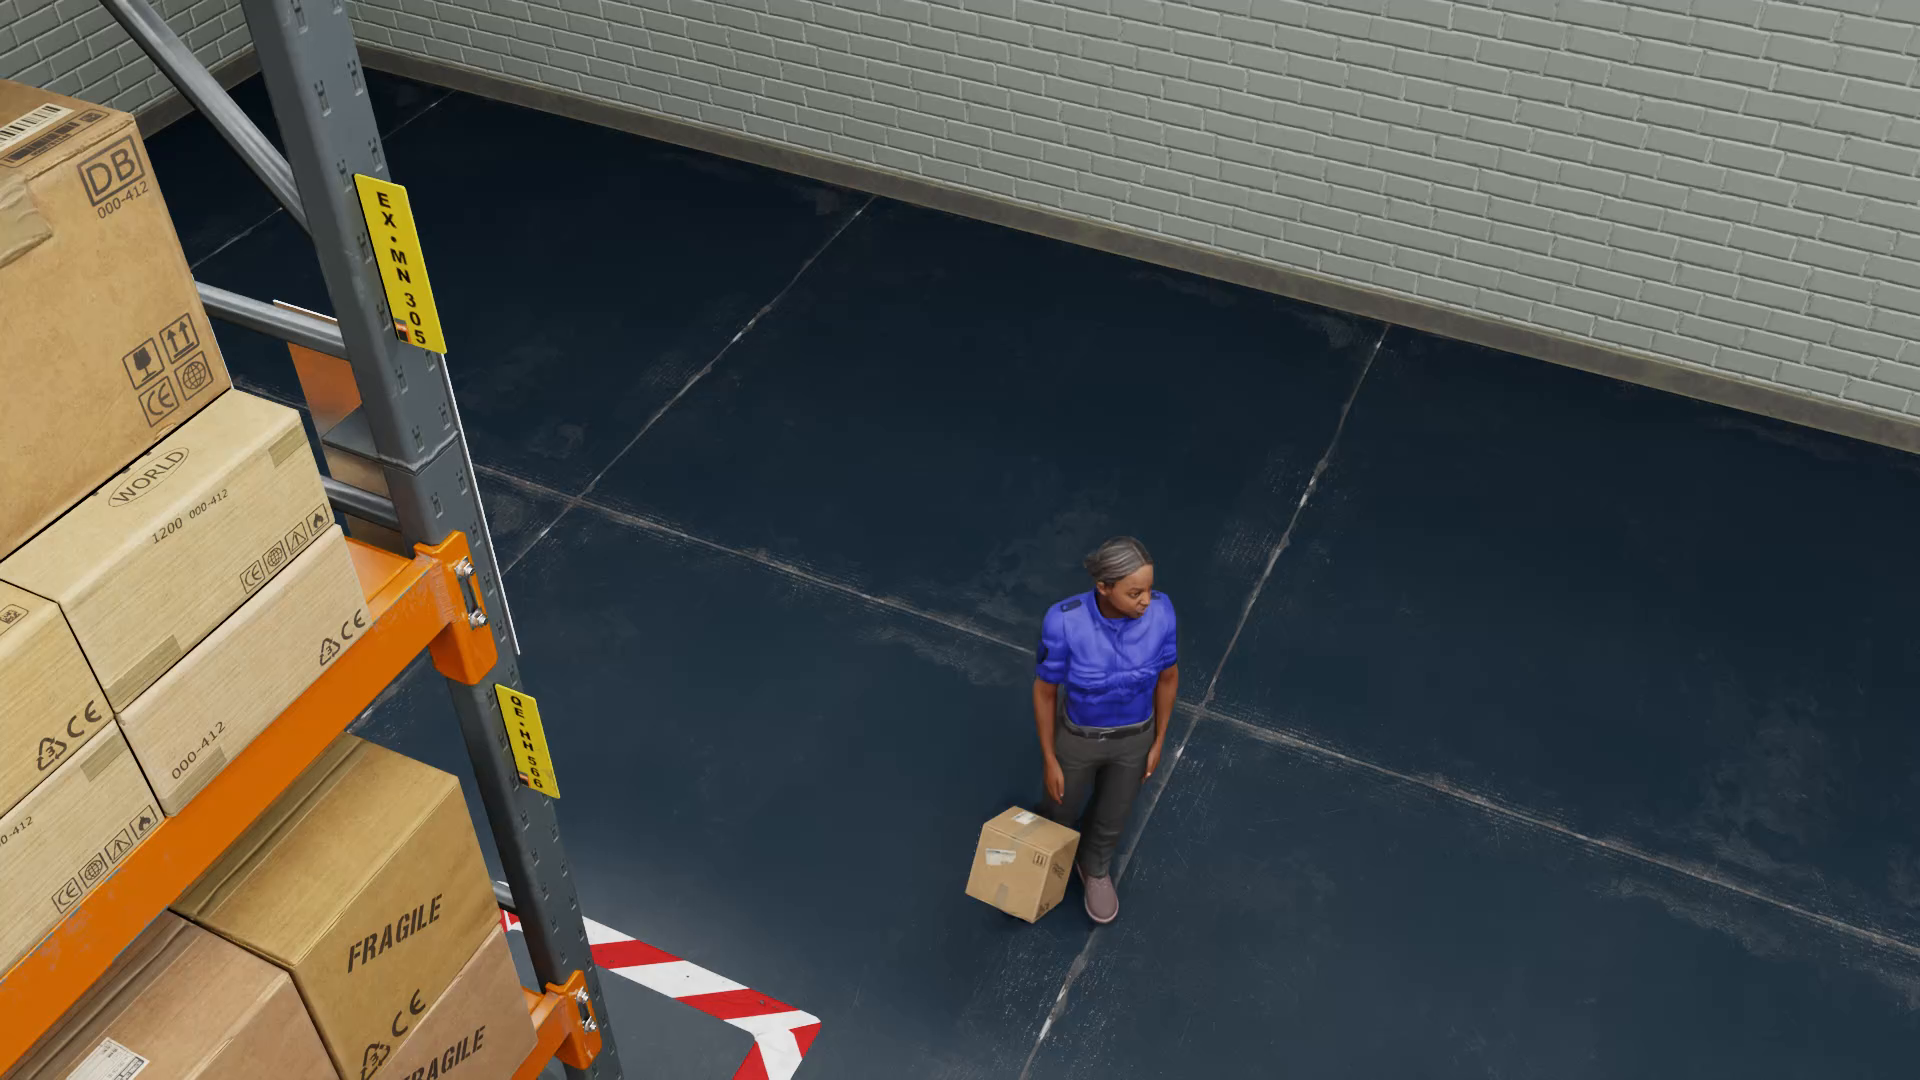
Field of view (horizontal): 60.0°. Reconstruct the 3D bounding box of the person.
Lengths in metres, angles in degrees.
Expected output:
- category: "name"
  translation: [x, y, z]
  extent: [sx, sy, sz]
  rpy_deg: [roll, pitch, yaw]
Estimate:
- category: "person"
  translation: [0.423, 0.666, 5.412]
  extent: [0.568, 1.667, 0.355]
  rpy_deg: [-5, 42, -5]
